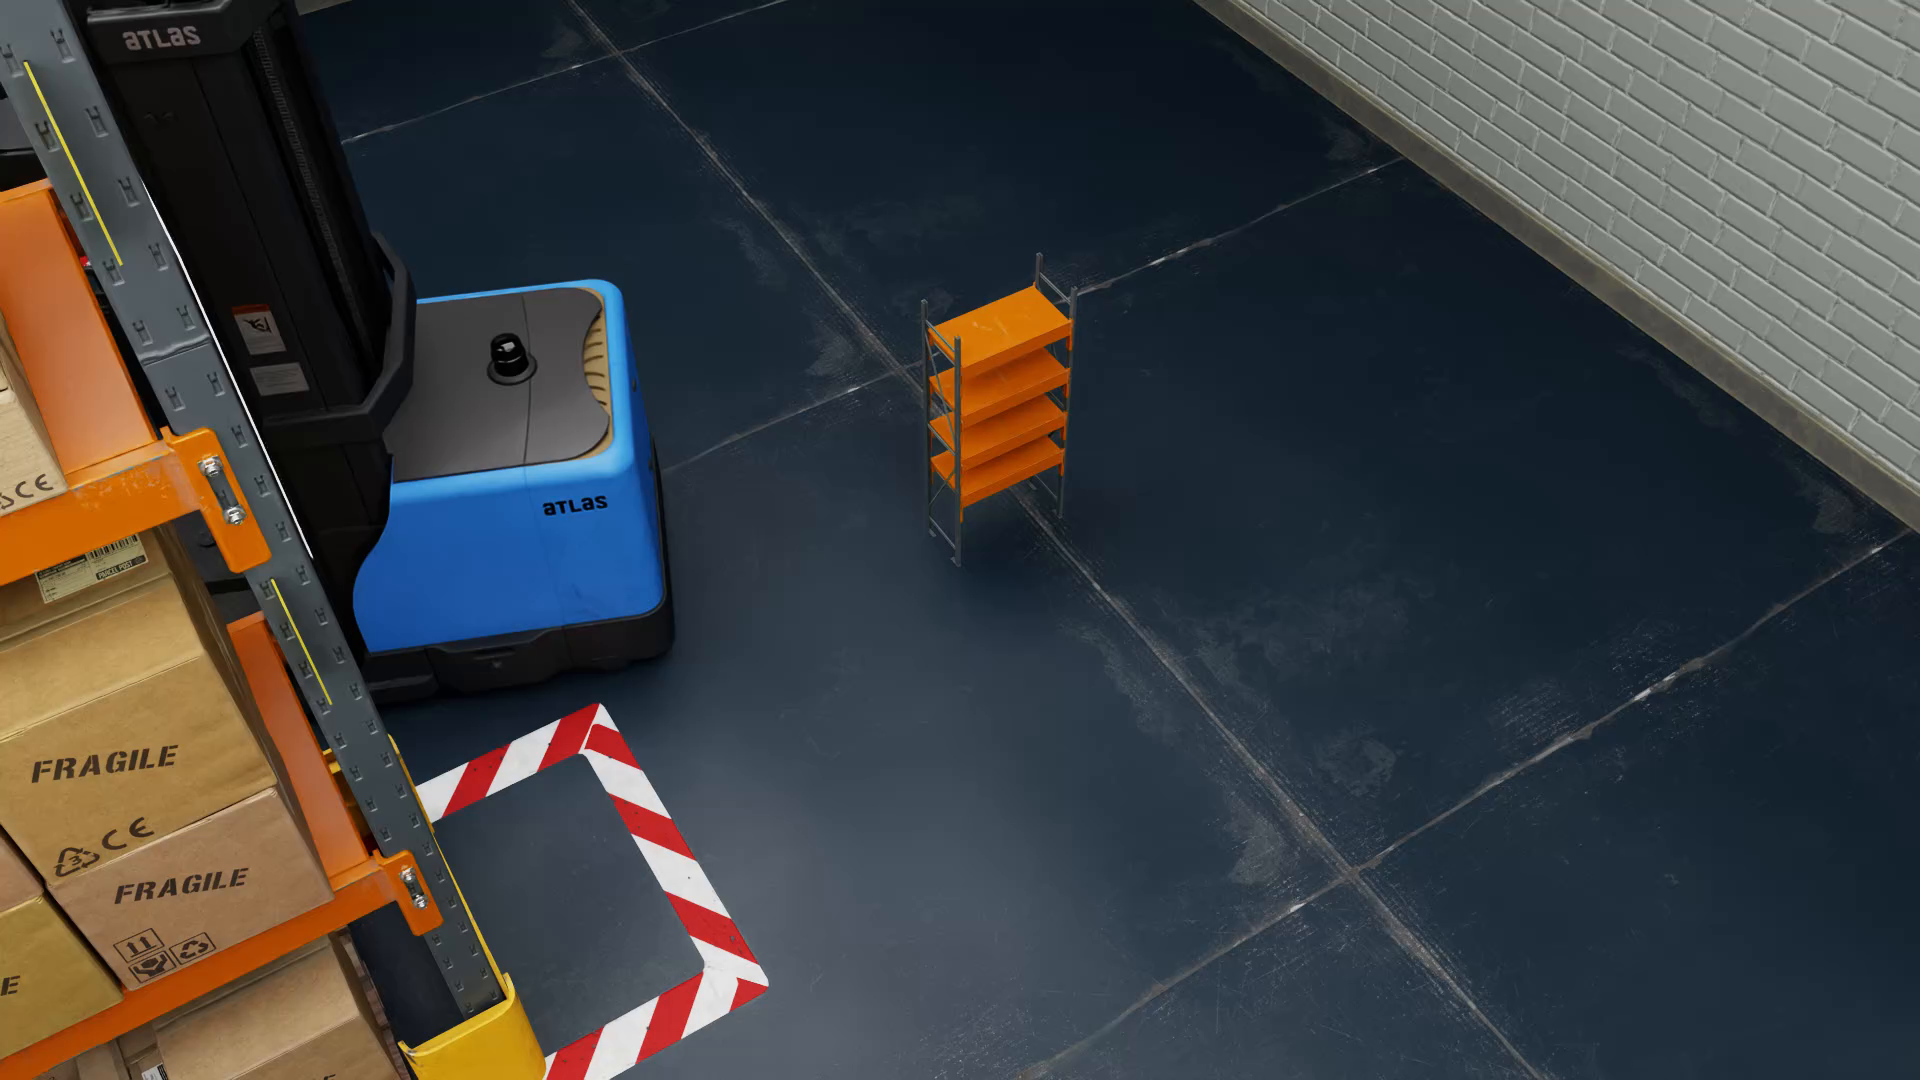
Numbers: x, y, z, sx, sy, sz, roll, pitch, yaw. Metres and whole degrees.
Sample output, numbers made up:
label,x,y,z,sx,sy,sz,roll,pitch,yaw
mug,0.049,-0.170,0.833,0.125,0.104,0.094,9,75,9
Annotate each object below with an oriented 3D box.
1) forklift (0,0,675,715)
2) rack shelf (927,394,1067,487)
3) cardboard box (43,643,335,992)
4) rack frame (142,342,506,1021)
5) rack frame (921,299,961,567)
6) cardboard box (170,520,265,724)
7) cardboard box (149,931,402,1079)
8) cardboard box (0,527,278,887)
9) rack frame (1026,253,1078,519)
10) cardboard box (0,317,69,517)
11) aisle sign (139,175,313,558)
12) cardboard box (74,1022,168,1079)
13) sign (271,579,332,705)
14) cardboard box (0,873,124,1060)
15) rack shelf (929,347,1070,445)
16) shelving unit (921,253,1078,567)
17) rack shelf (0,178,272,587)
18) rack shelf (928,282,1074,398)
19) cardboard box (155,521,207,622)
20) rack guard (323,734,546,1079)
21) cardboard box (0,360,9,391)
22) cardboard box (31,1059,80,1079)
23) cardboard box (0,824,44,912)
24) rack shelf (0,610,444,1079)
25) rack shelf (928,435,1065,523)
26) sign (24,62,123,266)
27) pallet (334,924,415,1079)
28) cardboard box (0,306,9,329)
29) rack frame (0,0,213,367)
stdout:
label,x,y,z,sx,sy,sz,roll,pitch,yaw
forklift,-2.643,-0.679,5.337,3.031,2.935,1.130,-8,49,-7
rack shelf,0.140,-0.420,6.356,0.480,0.148,0.258,-25,53,-21
cardboard box,-1.899,0.667,4.026,0.500,0.500,0.500,-24,52,-20
rack frame,-1.666,0.350,4.375,0.127,3.000,1.000,-25,53,-21
rack frame,-0.066,-0.368,6.219,0.015,1.200,0.240,-25,53,-21
cardboard box,-2.181,0.327,4.329,0.500,0.500,0.500,-24,53,-20
cardboard box,-1.994,1.407,4.813,0.500,0.500,0.500,-25,53,-21
cardboard box,-1.895,0.335,3.652,0.500,0.500,0.500,-26,53,-21
rack frame,0.346,-0.562,6.393,0.015,1.200,0.240,-25,53,-21
cardboard box,-1.959,-0.227,2.980,0.500,0.250,0.500,-25,53,-21
aisle sign,-1.444,-0.348,3.256,0.004,0.787,0.394,-25,53,-21
cardboard box,-2.384,1.623,4.844,0.250,0.166,0.380,-25,53,-21
sign,-1.386,0.218,3.505,0.005,0.325,0.100,-25,53,-21
cardboard box,-2.336,0.876,3.840,0.500,0.500,0.500,-25,53,-20
rack shelf,0.140,-0.569,6.189,0.480,0.148,0.258,-25,53,-21
shelving unit,0.140,-0.465,6.306,0.503,1.200,0.258,-25,53,-21
rack shelf,-3.357,0.388,2.814,4.000,0.370,1.077,-25,53,-21
rack shelf,0.140,-0.726,6.013,0.480,0.148,0.258,-25,53,-21
cardboard box,-2.181,-0.006,3.955,0.500,0.500,0.500,-24,52,-20
rack guard,-1.730,1.211,5.282,0.348,0.500,1.175,-25,53,-21
cardboard box,-1.964,-0.398,2.799,0.500,0.250,0.500,-25,53,-21
cardboard box,-2.700,1.355,5.027,0.500,0.250,0.500,-25,53,-21
cardboard box,-2.322,0.537,3.472,0.500,0.500,0.500,-24,53,-20
rack shelf,-3.357,1.386,3.934,4.000,0.370,1.077,-25,53,-21
rack shelf,0.140,-0.288,6.504,0.480,0.148,0.258,-25,53,-21
sign,-1.386,-0.584,2.605,0.005,0.325,0.100,-25,53,-21
pallet,-2.404,1.626,5.106,1.213,0.211,1.003,-25,53,-21
cardboard box,-2.236,-0.554,3.272,0.500,0.250,0.500,-25,53,-21
rack frame,-1.666,-1.645,2.135,0.127,3.000,1.000,-25,53,-21
